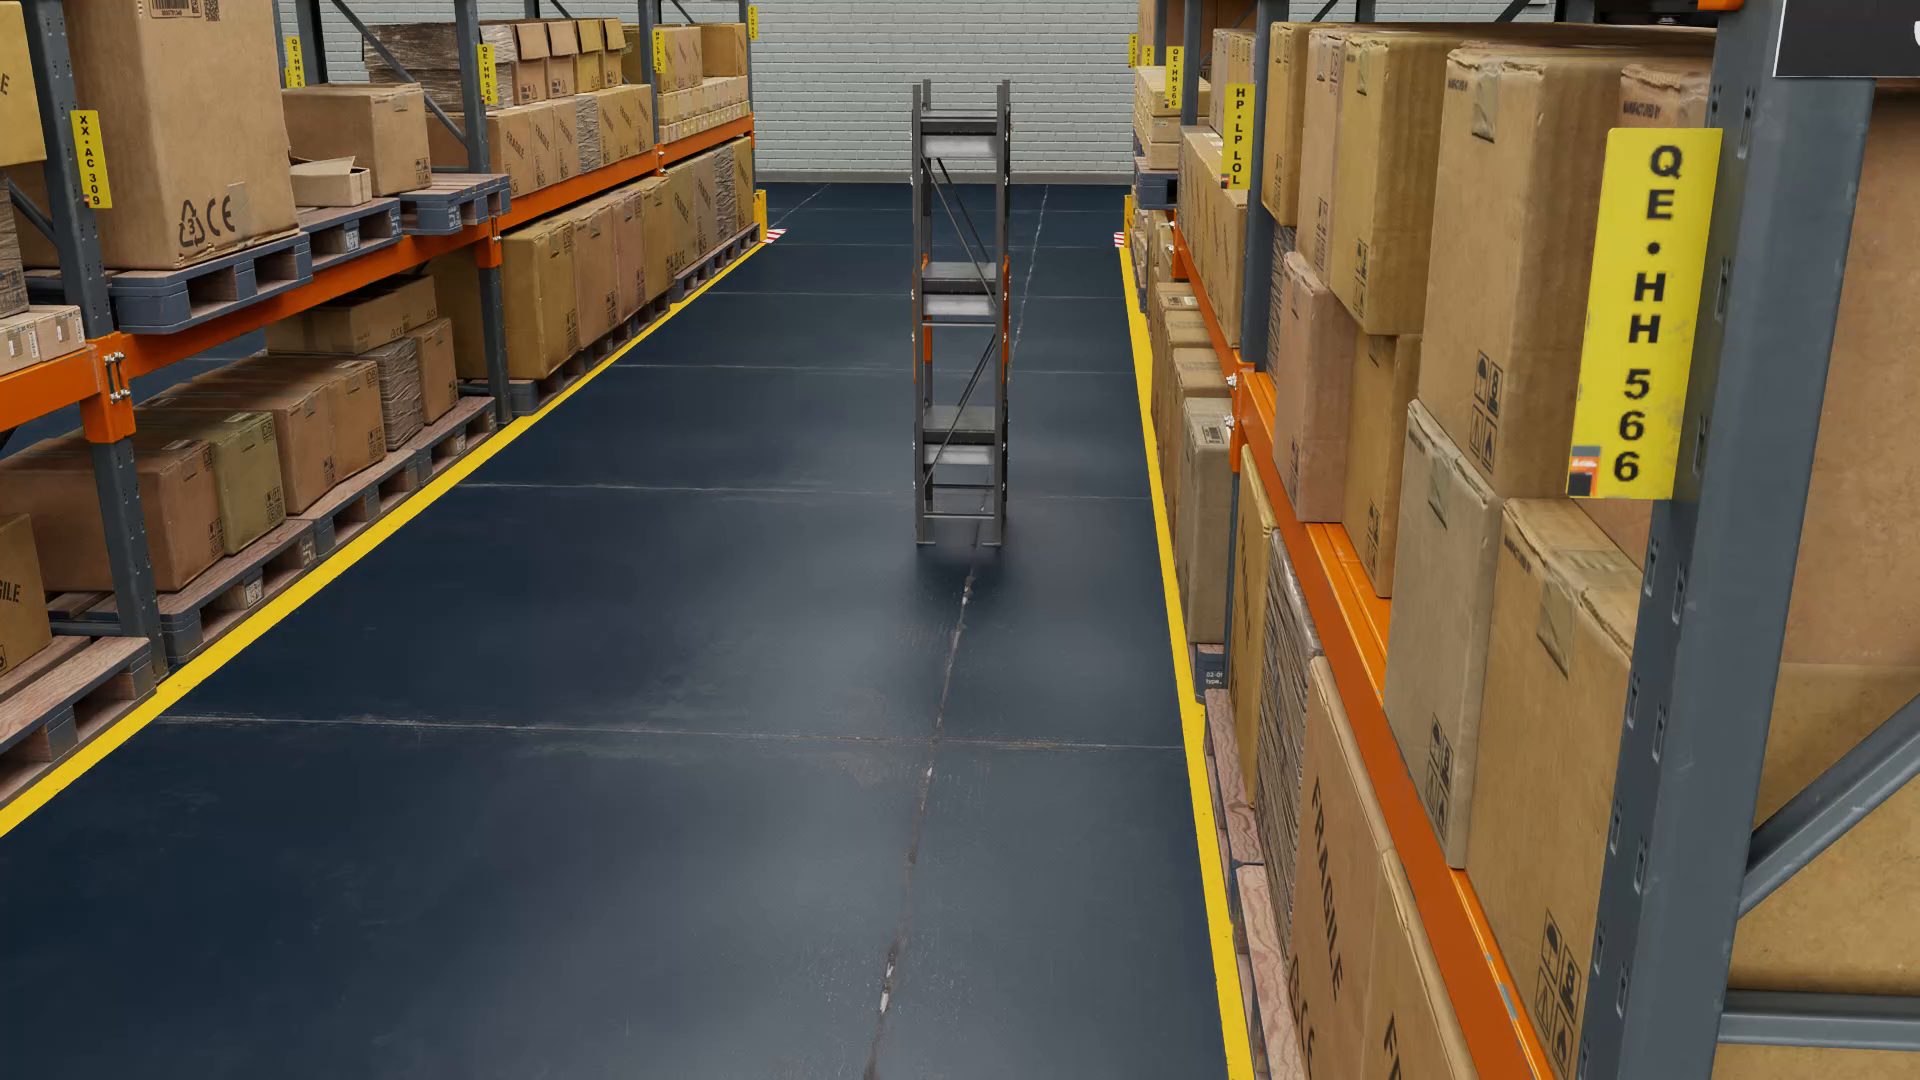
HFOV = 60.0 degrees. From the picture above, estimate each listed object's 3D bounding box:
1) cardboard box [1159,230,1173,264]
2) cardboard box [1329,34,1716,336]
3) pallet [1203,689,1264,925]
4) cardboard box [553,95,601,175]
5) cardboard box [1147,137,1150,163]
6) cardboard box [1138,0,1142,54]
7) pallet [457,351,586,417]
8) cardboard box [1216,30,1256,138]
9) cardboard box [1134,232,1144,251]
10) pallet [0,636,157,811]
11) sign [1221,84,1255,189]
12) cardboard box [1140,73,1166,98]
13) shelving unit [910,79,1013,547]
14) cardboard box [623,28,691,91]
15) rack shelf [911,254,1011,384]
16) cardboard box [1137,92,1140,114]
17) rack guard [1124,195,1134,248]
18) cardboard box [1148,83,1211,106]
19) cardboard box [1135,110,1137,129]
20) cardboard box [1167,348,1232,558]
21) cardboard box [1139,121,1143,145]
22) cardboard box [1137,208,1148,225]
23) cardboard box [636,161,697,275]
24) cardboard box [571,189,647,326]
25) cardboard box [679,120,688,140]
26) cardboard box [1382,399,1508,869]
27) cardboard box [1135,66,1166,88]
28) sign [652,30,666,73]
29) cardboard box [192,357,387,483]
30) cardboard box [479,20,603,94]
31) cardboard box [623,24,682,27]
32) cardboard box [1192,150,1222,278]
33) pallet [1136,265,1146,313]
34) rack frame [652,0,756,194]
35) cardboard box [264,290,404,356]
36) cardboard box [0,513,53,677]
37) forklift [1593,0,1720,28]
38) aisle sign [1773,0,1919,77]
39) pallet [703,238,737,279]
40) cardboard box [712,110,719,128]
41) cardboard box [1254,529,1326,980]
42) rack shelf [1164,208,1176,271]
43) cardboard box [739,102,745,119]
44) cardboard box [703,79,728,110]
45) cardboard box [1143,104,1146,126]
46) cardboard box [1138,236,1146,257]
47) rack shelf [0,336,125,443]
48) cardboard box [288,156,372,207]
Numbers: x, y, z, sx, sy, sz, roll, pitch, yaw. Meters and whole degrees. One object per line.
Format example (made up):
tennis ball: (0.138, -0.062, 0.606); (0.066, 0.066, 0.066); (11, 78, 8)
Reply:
cardboard box: (1.578, -1.899, 11.037); (0.500, 0.250, 0.500); (2, 18, 5)
cardboard box: (1.236, -0.724, 3.339); (0.875, 0.550, 0.500); (1, 18, 4)
pallet: (1.294, 0.804, 5.131); (1.003, 0.211, 1.213); (1, 18, 4)
cardboard box: (-2.815, -2.807, 11.513); (0.500, 0.500, 0.500); (1, 18, 4)
cardboard box: (1.310, -2.319, 9.912); (0.380, 0.149, 0.250); (1, 18, 4)
cardboard box: (1.900, -4.695, 15.191); (0.500, 0.500, 0.500); (1, 18, 3)
pallet: (-3.095, -1.058, 10.814); (1.003, 0.211, 1.213); (1, 18, 4)
cardboard box: (1.636, -2.225, 8.128); (0.700, 0.500, 0.500); (1, 18, 3)
cardboard box: (1.826, -2.778, 15.487); (0.380, 0.149, 0.250); (0, 18, 1)
pallet: (-3.527, 0.637, 5.641); (1.003, 0.211, 1.213); (1, 18, 4)
sign: (0.884, -1.278, 5.272); (0.100, 0.325, 0.005); (1, 18, 4)
cardboard box: (1.421, -3.090, 11.309); (0.380, 0.149, 0.250); (2, 18, 6)
shelving unit: (0.012, -1.049, 7.753); (0.431, 2.100, 0.503); (1, 18, 4)
cardboard box: (-2.608, -4.105, 14.192); (0.500, 0.500, 0.500); (1, 18, 4)
rack shelf: (0.012, -1.036, 7.757); (0.431, 0.518, 0.480); (1, 18, 4)
cardboard box: (1.460, -3.108, 11.844); (0.380, 0.149, 0.250); (1, 18, 2)
rack guard: (2.281, -3.271, 17.104); (1.175, 0.500, 0.348); (1, 18, 4)
cardboard box: (1.330, -2.683, 10.067); (0.380, 0.149, 0.250); (2, 18, 6)
cardboard box: (1.499, -3.122, 12.364); (0.380, 0.149, 0.250); (2, 18, 5)
cardboard box: (1.454, -0.381, 7.206); (1.050, 0.750, 0.750); (1, 18, 4)
cardboard box: (1.403, -2.725, 11.150); (0.380, 0.149, 0.250); (0, 18, 1)
cardboard box: (1.786, -2.891, 14.877); (0.380, 0.149, 0.250); (1, 18, 2)
cardboard box: (-2.813, -2.776, 14.315); (0.875, 0.875, 0.875); (1, 18, 4)
cardboard box: (-3.029, -2.096, 12.239); (1.225, 0.875, 0.875); (1, 18, 2)
cardboard box: (-2.550, -3.511, 14.225); (0.380, 0.149, 0.250); (2, 18, 6)
cardboard box: (1.139, 0.128, 2.475); (0.875, 0.550, 0.550); (1, 18, 4)
cardboard box: (1.513, -3.491, 12.534); (0.380, 0.149, 0.250); (2, 18, 7)
sign: (-2.398, -3.886, 13.233); (0.100, 0.325, 0.005); (1, 18, 4)
cardboard box: (-3.316, -0.604, 8.257); (0.700, 0.500, 0.500); (3, 18, 9)
cardboard box: (-3.038, -3.495, 12.001); (0.797, 0.503, 0.637); (1, 18, 5)
cardboard box: (-2.993, -4.753, 16.170); (0.500, 0.500, 0.500); (1, 18, 3)
cardboard box: (1.303, -1.443, 7.349); (0.500, 0.500, 0.500); (1, 18, 3)
pallet: (2.013, -2.125, 14.068); (1.003, 0.211, 1.213); (1, 18, 4)
rack frame: (-2.653, -4.625, 17.220); (1.000, 3.000, 0.127); (1, 18, 4)
cardboard box: (-3.273, -1.144, 8.701); (0.500, 0.250, 0.500); (3, 18, 10)
cardboard box: (-3.582, 0.214, 5.794); (0.500, 0.500, 0.500); (1, 18, 2)
forklift: (3.957, -1.887, 8.976); (1.130, 2.935, 3.031); (0, 18, 0)
aisle sign: (0.835, -0.734, 1.170); (0.394, 0.787, 0.004); (1, 18, 4)
pallet: (-2.723, -2.672, 15.738); (1.003, 0.211, 1.213); (1, 18, 4)
cardboard box: (-2.460, -3.913, 15.451); (0.380, 0.149, 0.250); (2, 18, 5)
cardboard box: (1.251, 0.528, 4.232); (0.875, 0.875, 0.875); (1, 18, 4)
rack shelf: (1.856, -2.277, 11.212); (1.077, 0.370, 4.000); (1, 18, 4)
cardboard box: (-2.367, -4.307, 16.653); (0.380, 0.149, 0.250); (1, 18, 4)
cardboard box: (-2.497, -4.223, 15.757); (0.500, 0.250, 0.500); (1, 18, 2)
cardboard box: (1.367, -2.703, 10.606); (0.380, 0.149, 0.250); (1, 18, 4)
cardboard box: (1.714, -2.500, 14.160); (0.380, 0.149, 0.250); (1, 18, 2)
rack shelf: (-3.657, 0.065, 4.063); (1.077, 0.370, 4.000); (1, 18, 4)
cardboard box: (-3.077, -1.752, 7.994); (0.396, 0.266, 0.258); (1, 18, 2)
